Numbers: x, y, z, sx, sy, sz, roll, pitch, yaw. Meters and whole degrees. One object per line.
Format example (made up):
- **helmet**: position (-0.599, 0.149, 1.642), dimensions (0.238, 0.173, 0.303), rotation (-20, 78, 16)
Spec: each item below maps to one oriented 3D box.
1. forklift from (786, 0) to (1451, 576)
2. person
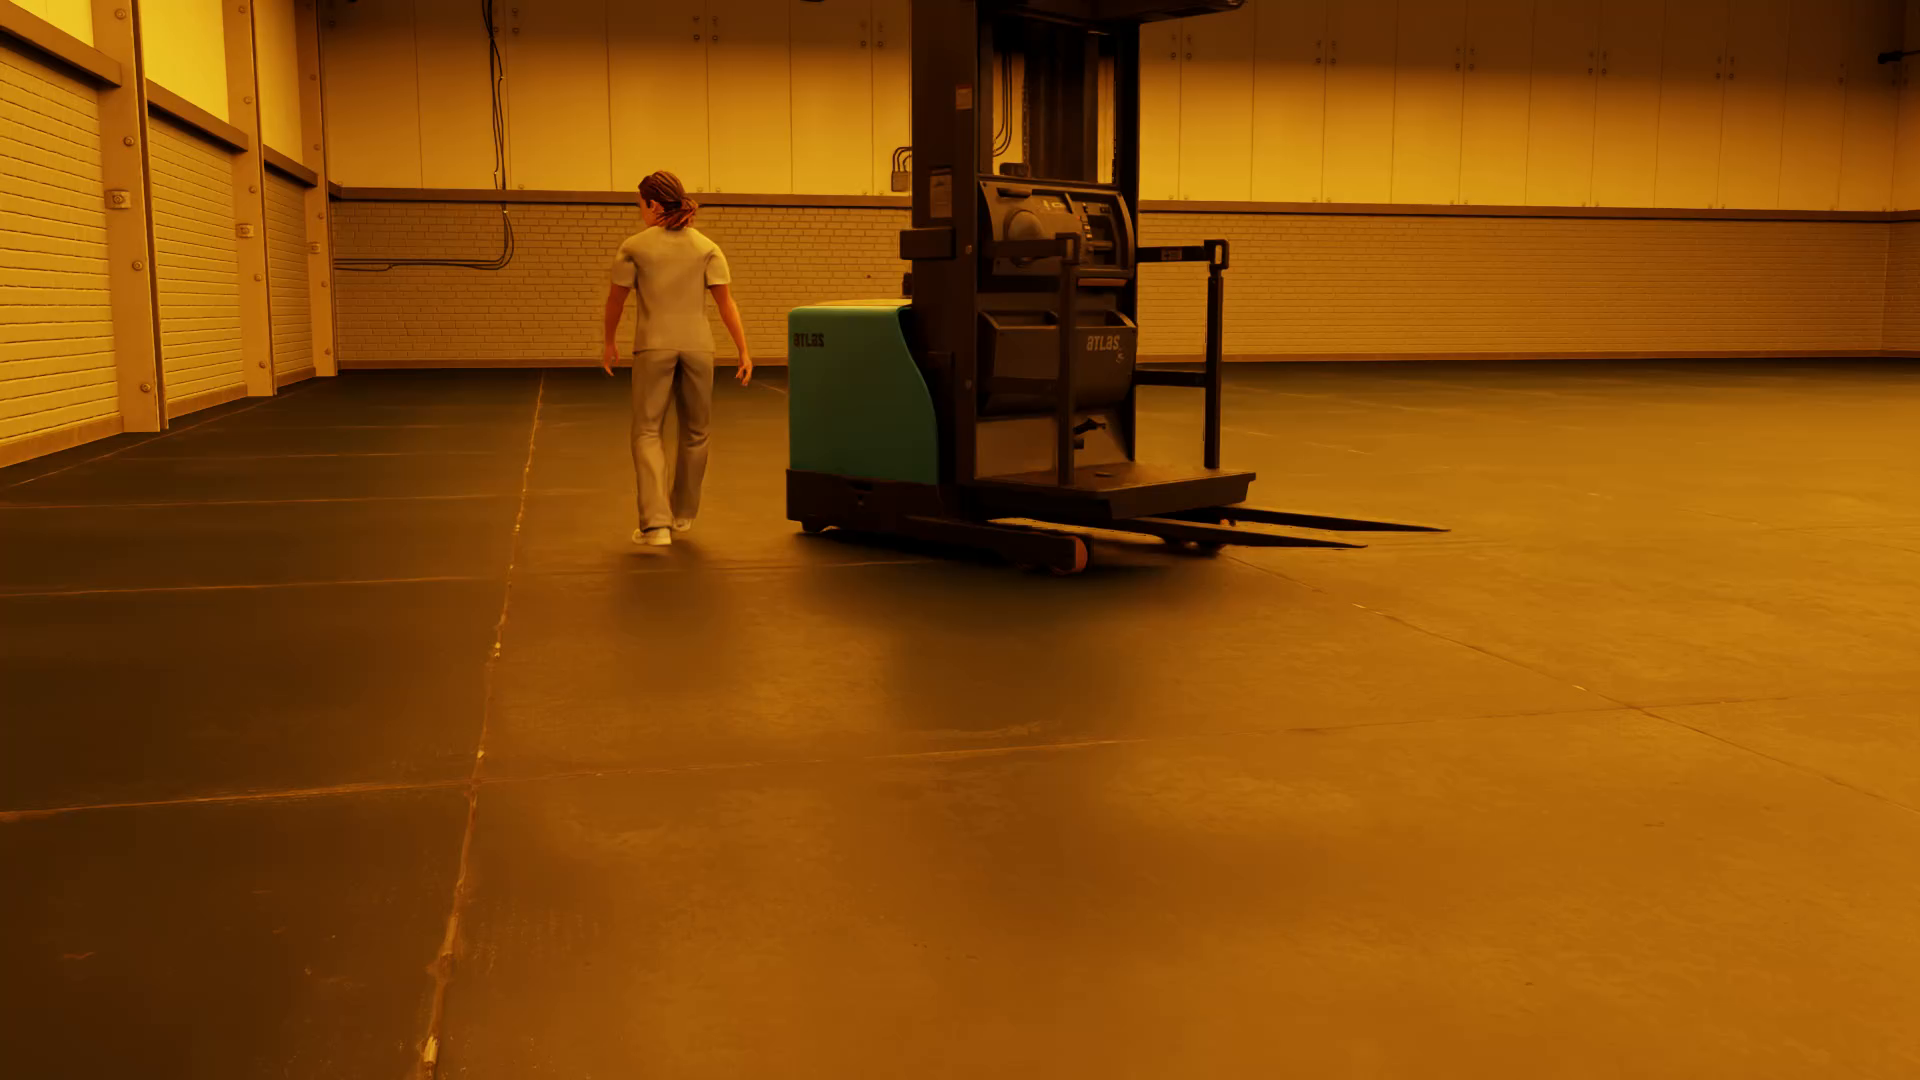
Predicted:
- **forklift**: position (0.579, -1.388, 7.048), dimensions (3.031, 2.935, 1.130), rotation (8, 11, 44)
- **person**: position (-1.279, -0.824, 7.489), dimensions (0.623, 1.628, 0.833), rotation (-3, 8, -18)
